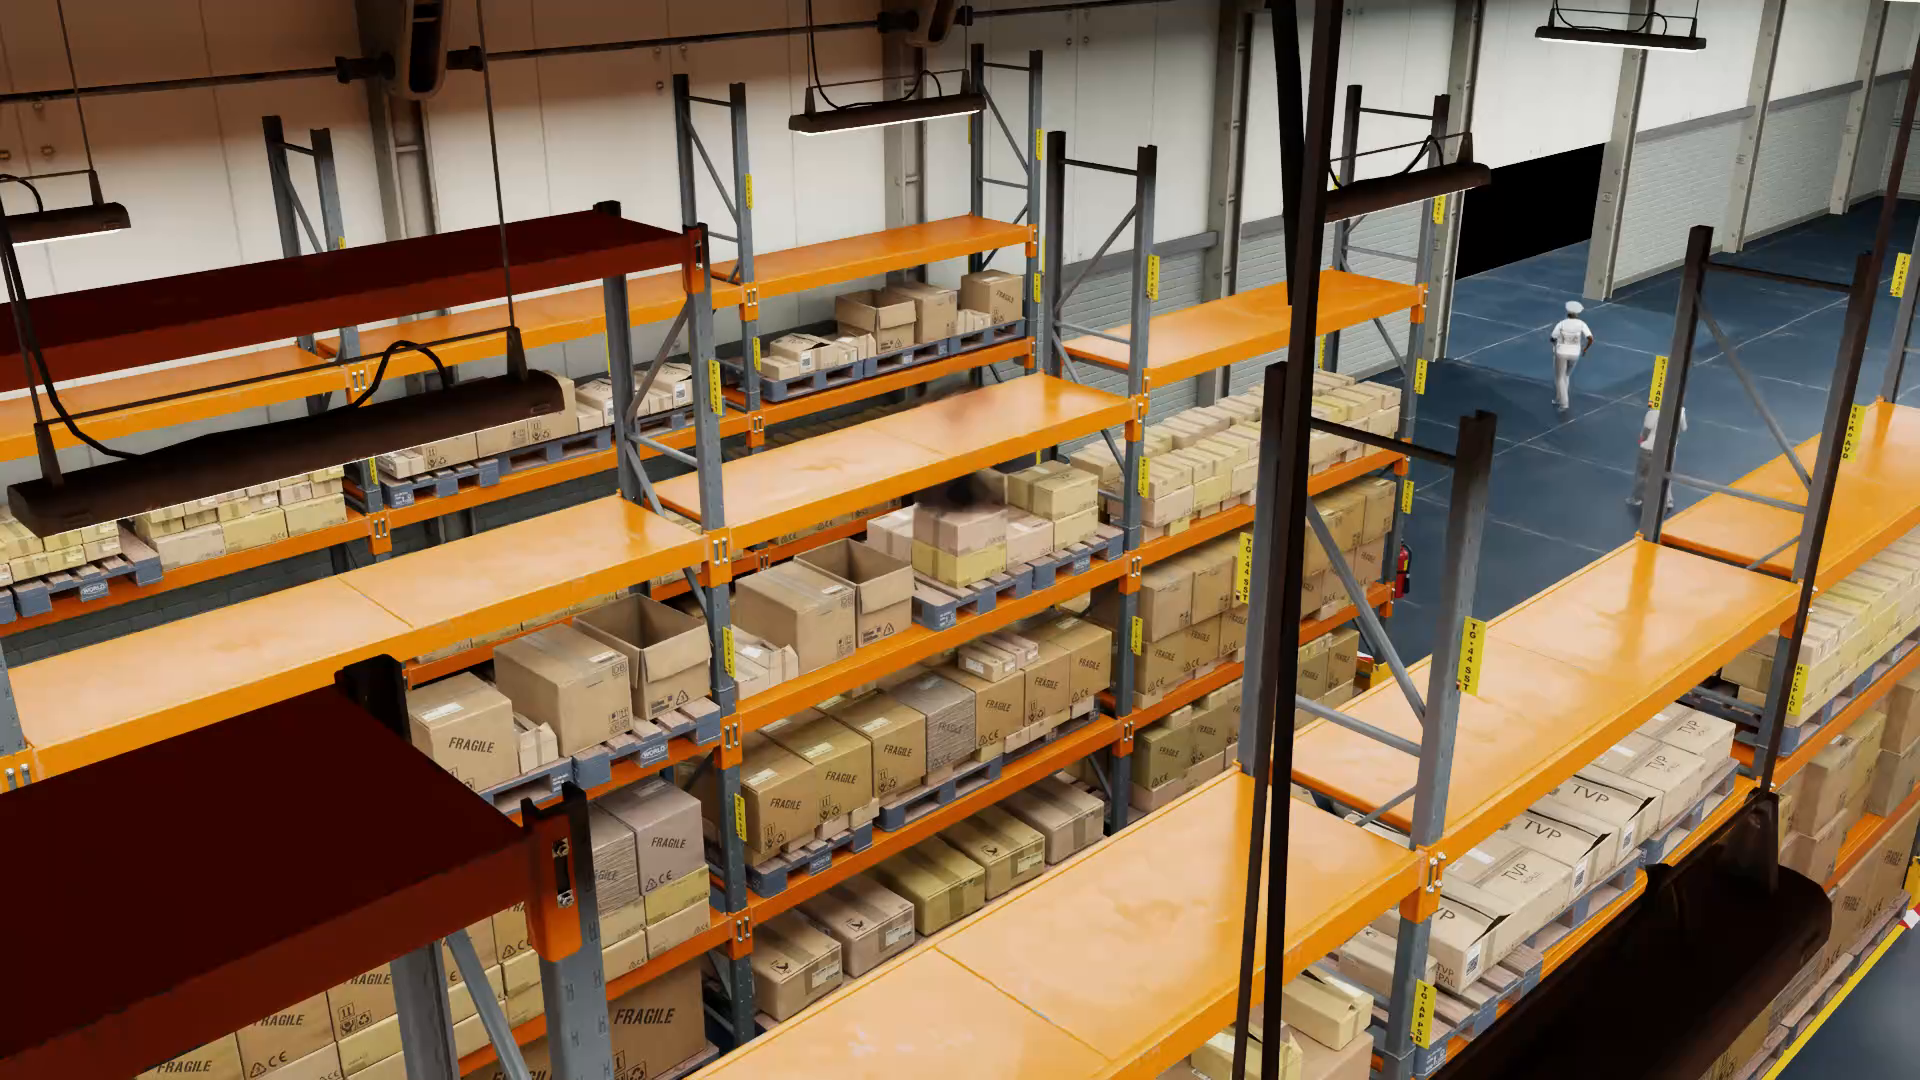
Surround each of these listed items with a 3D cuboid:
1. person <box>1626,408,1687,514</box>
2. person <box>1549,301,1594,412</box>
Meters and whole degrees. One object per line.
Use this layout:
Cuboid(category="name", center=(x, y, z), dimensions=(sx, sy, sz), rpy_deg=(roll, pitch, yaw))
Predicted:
Cuboid(category="person", center=(8.958, -1.173, 21.341), dimensions=(0.662, 1.772, 0.954), rpy_deg=(-1, 22, -3))
Cuboid(category="person", center=(9.248, -2.779, 25.338), dimensions=(0.562, 1.709, 0.885), rpy_deg=(-1, 22, -2))
